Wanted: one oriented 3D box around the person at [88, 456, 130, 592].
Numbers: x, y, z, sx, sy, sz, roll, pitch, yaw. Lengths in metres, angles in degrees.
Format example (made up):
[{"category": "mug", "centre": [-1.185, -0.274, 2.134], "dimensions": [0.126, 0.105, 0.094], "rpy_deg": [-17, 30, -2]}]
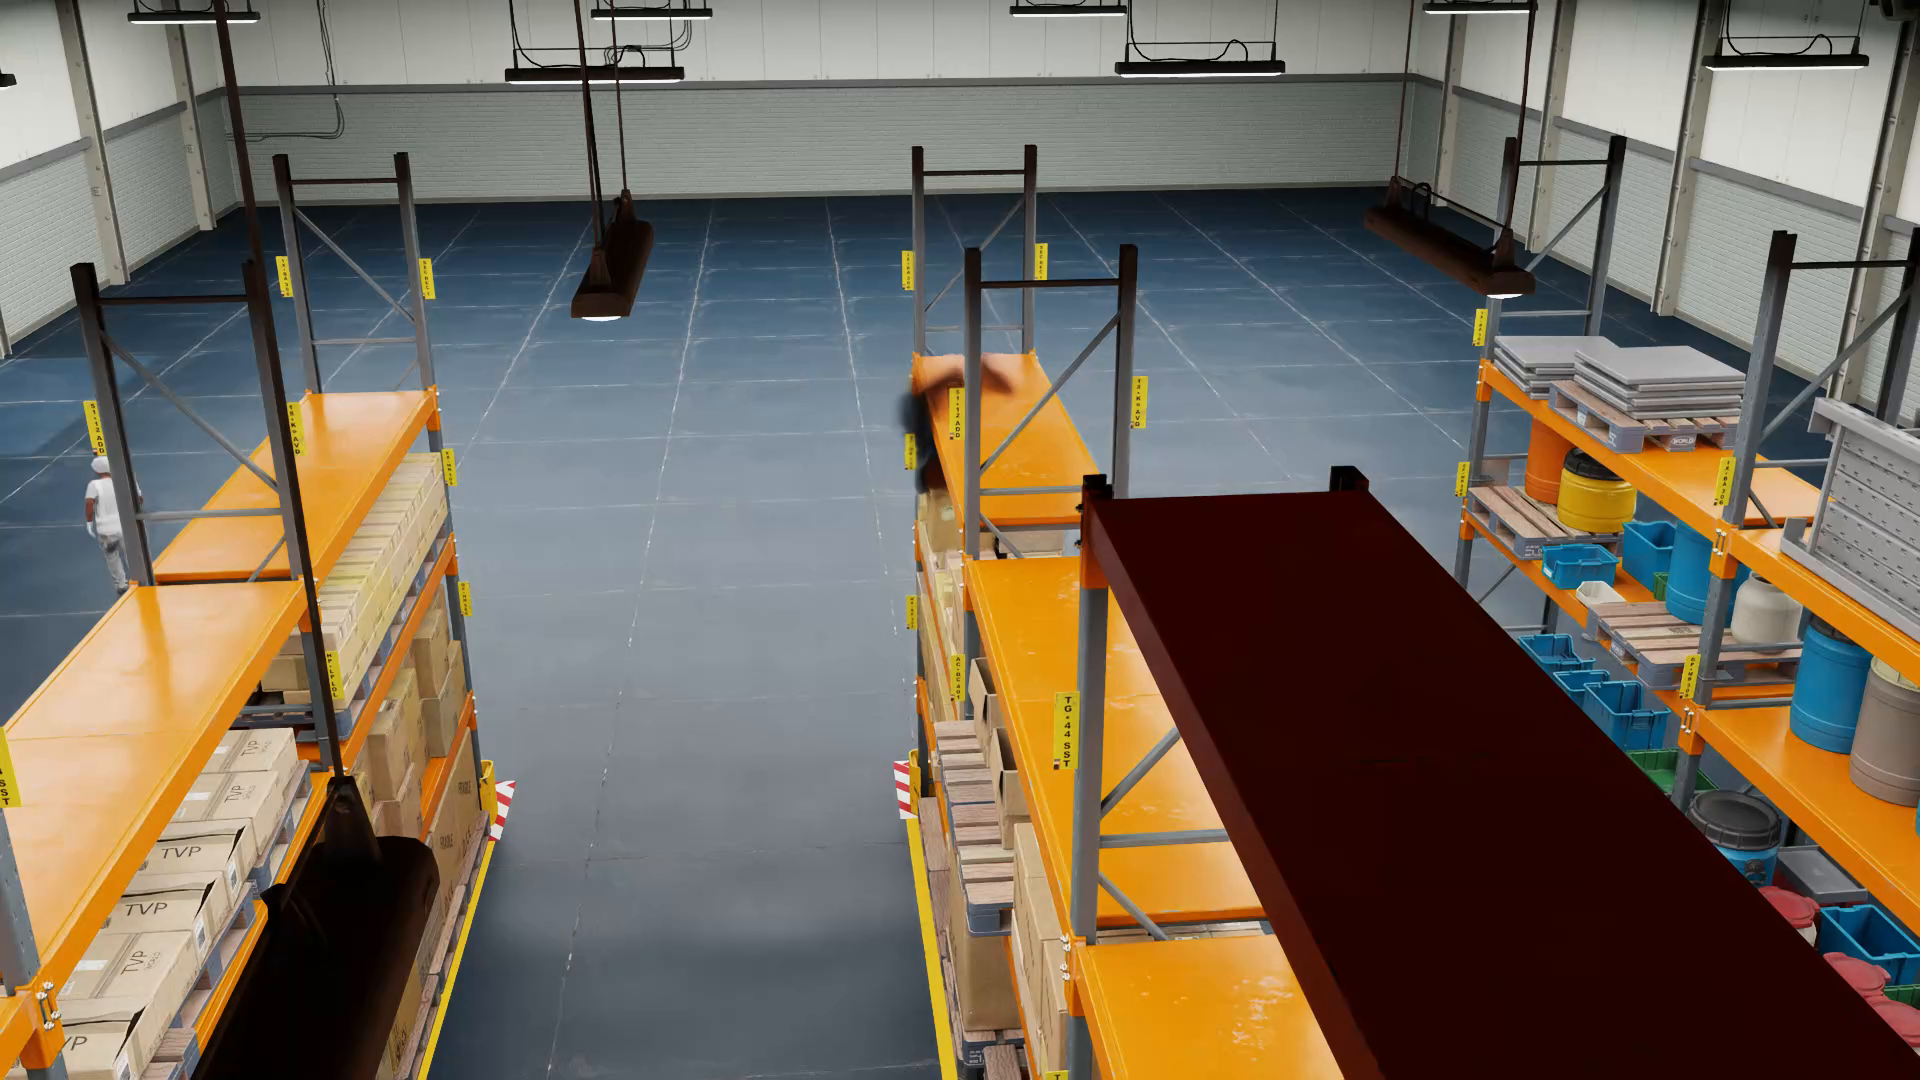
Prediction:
[{"category": "person", "centre": [-9.853, -0.098, 19.487], "dimensions": [0.462, 1.819, 0.965], "rpy_deg": [-20, 29, -41]}]
